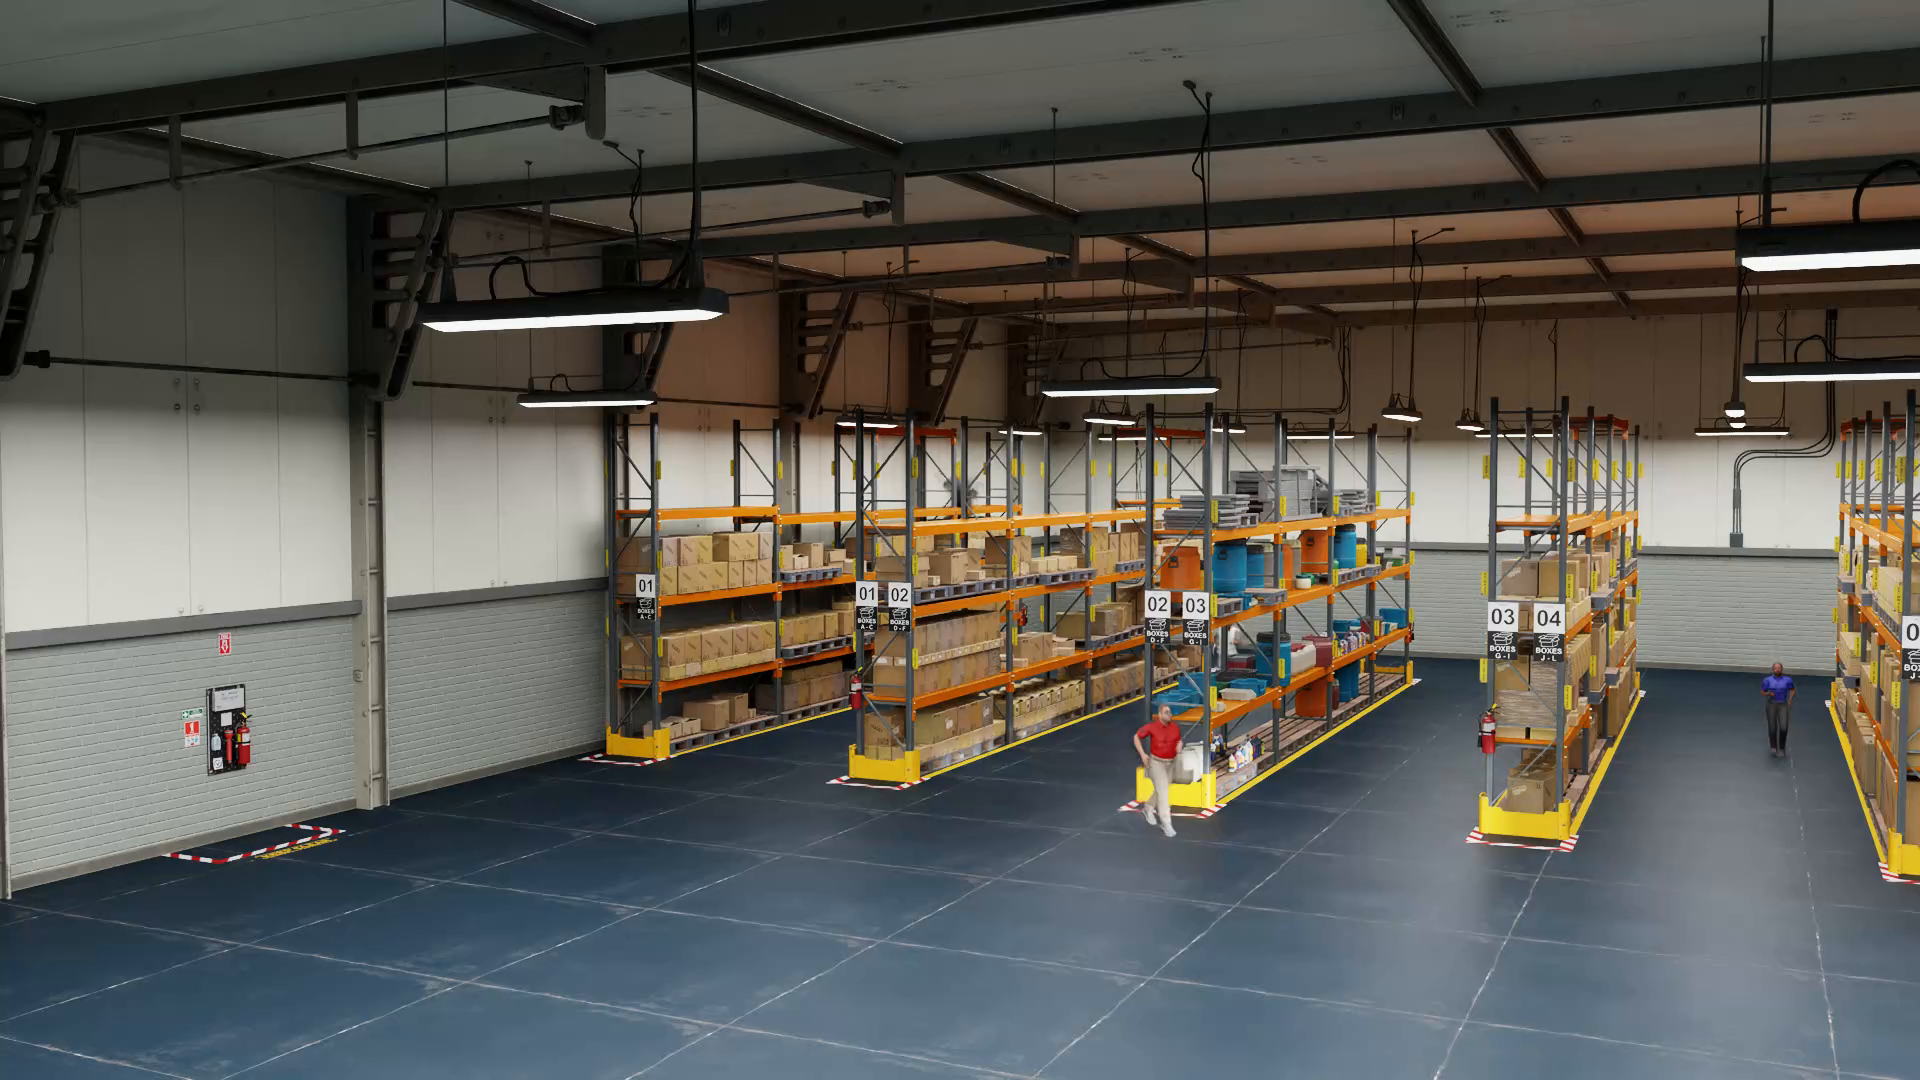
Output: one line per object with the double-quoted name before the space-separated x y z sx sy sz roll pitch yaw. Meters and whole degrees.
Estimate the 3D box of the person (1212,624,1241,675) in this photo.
"person" 5.912 2.564 36.891 0.657 1.834 0.756 0 2 11

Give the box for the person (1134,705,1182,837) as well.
"person" 2.812 3.160 23.093 0.680 1.752 0.880 -2 3 -35

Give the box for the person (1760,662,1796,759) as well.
"person" 14.231 2.969 28.931 0.558 1.684 0.654 1 3 25
